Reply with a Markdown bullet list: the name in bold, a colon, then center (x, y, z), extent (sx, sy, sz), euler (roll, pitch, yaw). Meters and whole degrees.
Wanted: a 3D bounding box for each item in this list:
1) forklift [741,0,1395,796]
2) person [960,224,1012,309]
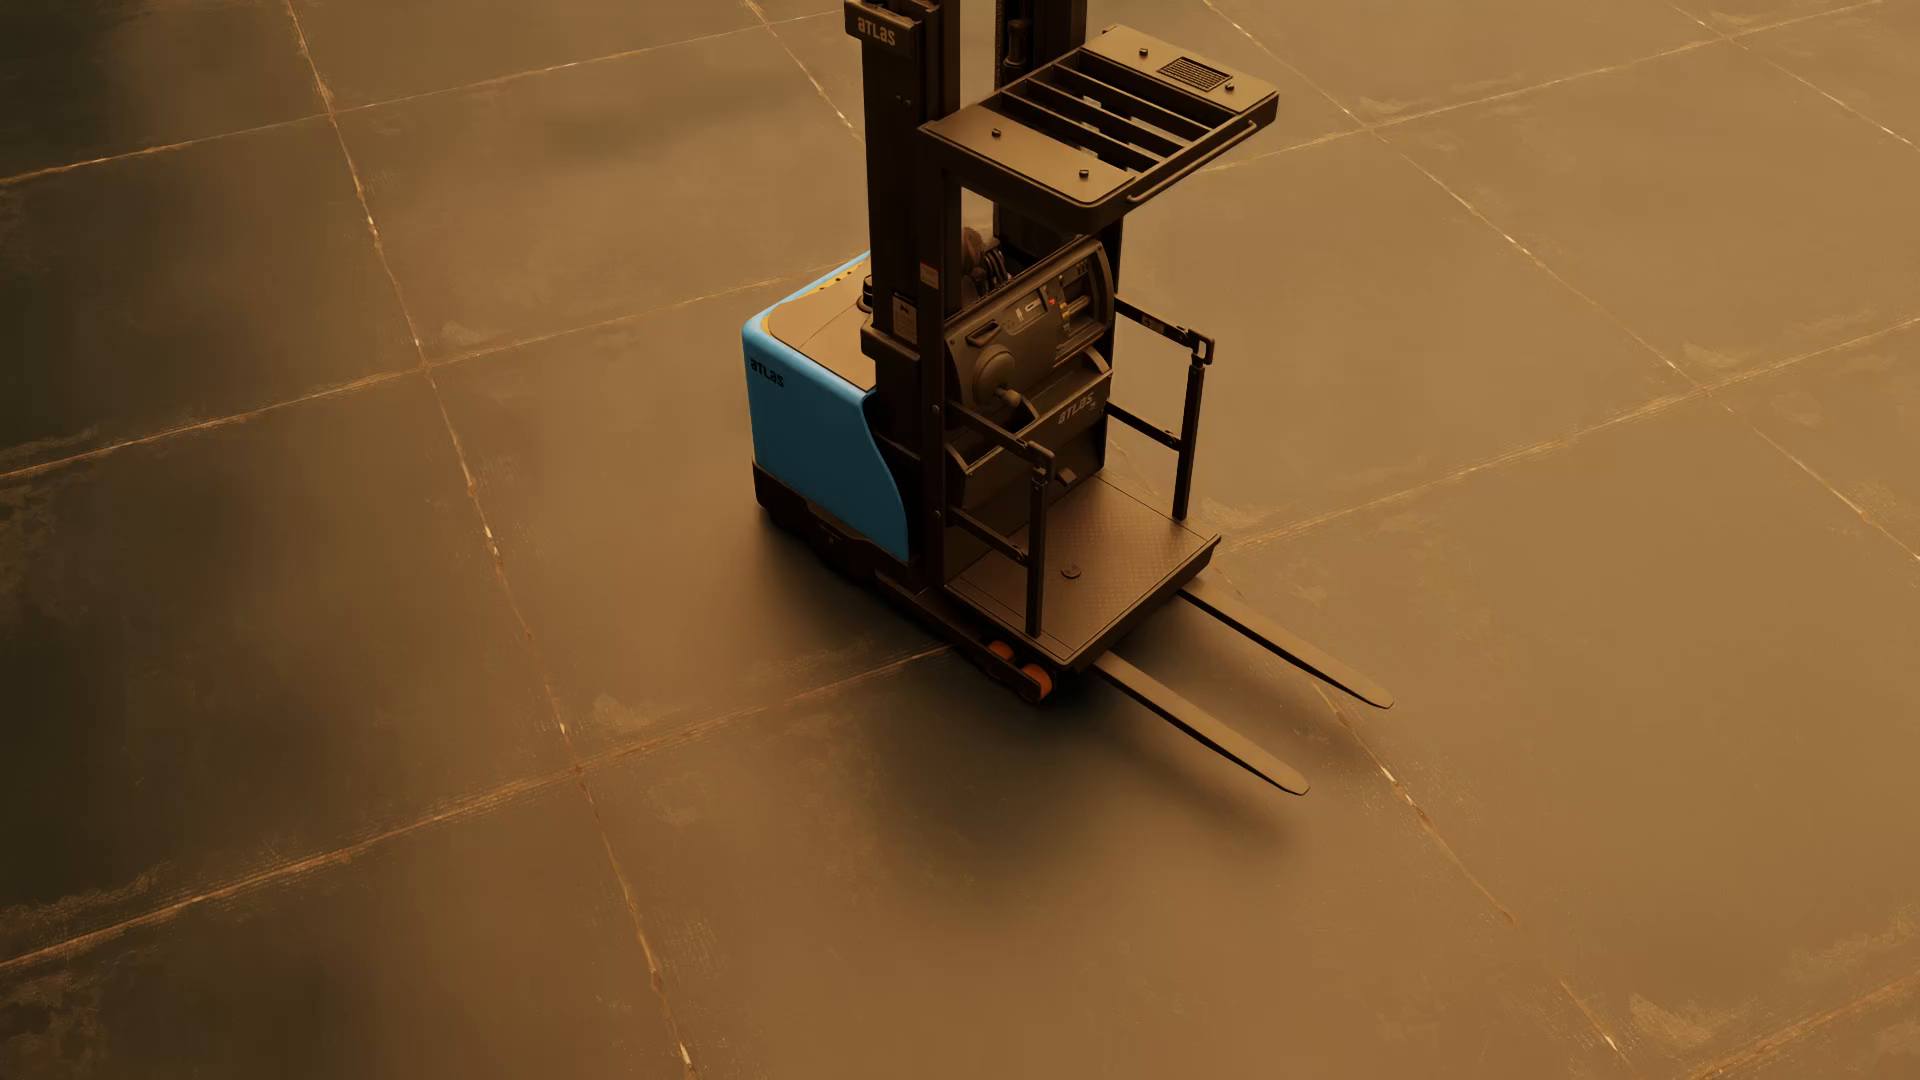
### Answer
- **forklift**: center (0.445, -0.788, 6.525), extent (3.031, 2.935, 1.130), euler (32, 52, 30)
- **person**: center (-0.014, -0.760, 7.237), extent (0.602, 1.600, 0.523), euler (-18, 46, -18)
